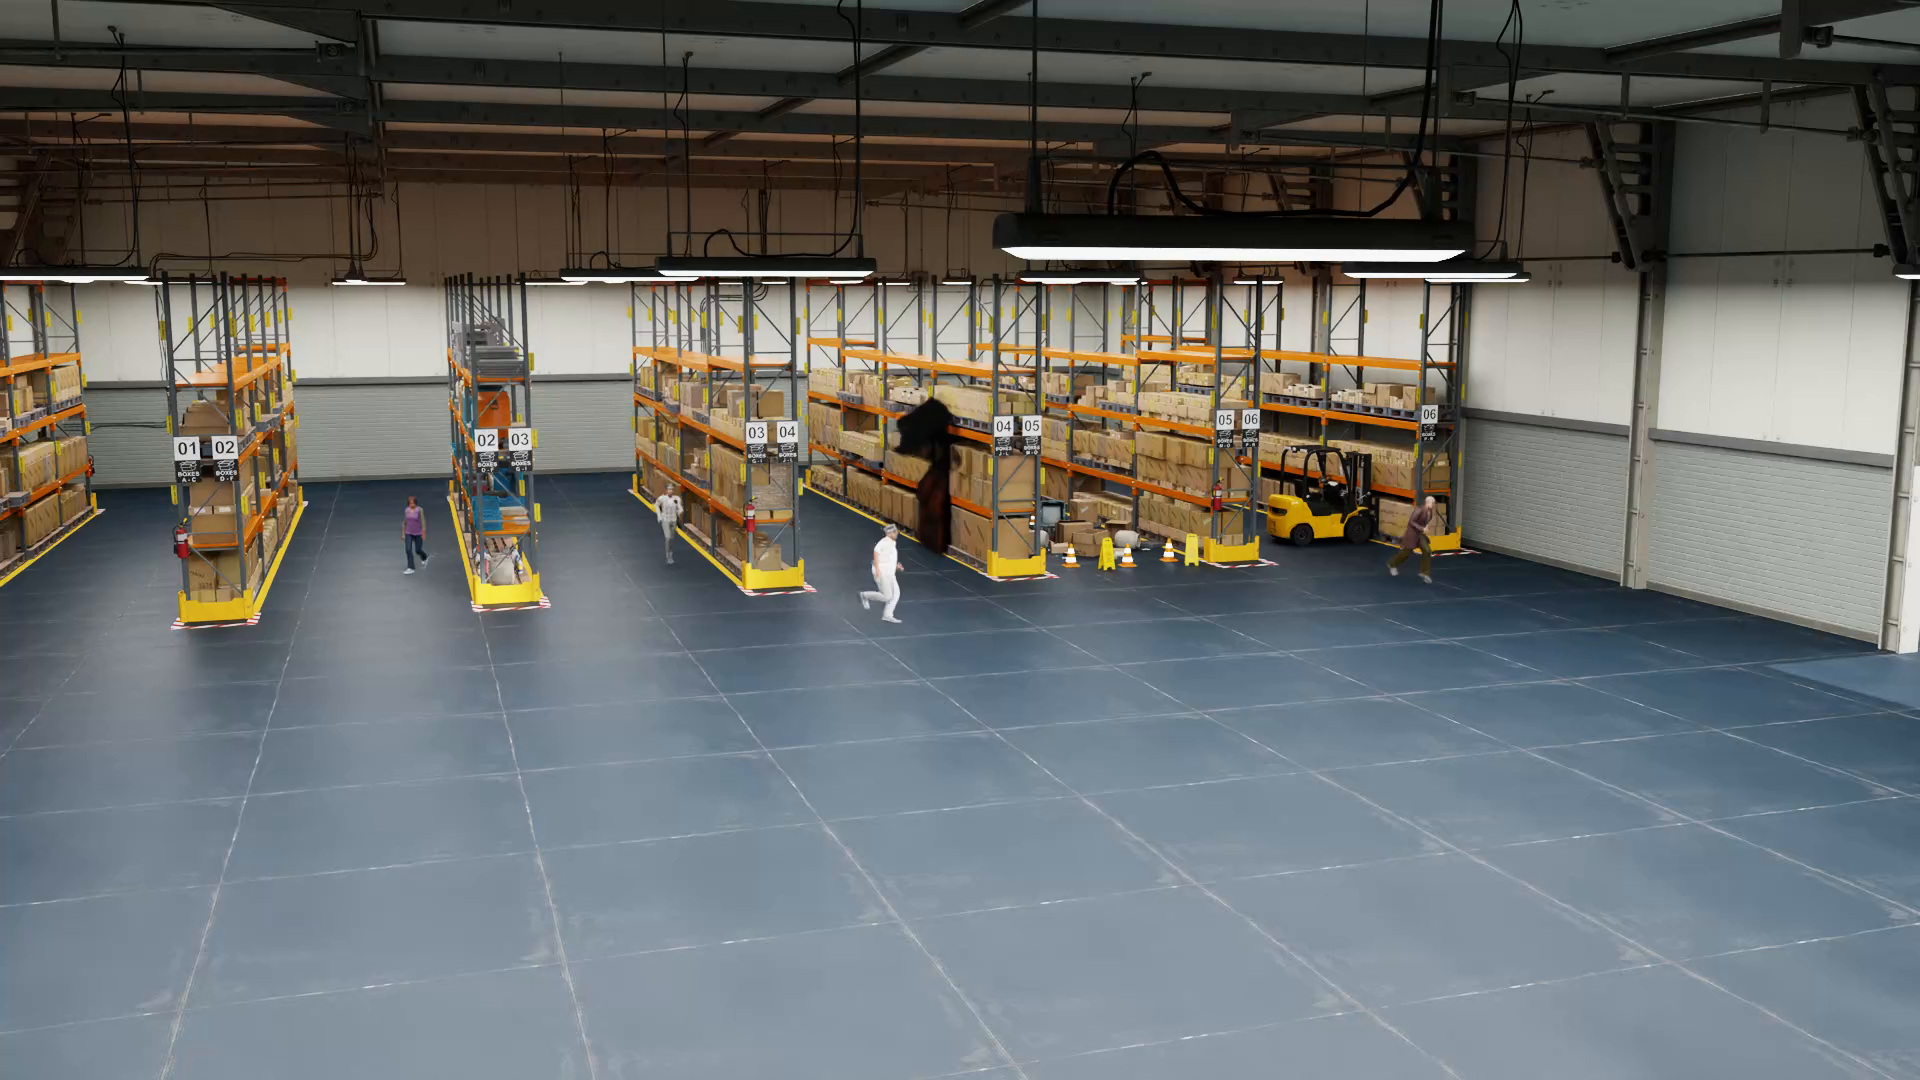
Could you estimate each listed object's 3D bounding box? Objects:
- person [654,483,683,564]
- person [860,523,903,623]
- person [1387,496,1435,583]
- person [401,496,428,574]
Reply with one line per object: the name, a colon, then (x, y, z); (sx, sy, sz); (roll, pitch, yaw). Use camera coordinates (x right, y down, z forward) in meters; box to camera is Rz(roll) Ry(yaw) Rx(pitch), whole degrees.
person: (-6.111, -0.358, 35.006); (0.542, 1.735, 0.864); (-5, 10, -28)
person: (-1.355, 0.574, 28.750); (0.723, 1.742, 0.684); (2, 9, 14)
person: (8.927, -0.035, 32.864); (0.755, 1.742, 1.072); (-8, 12, -42)
person: (-10.999, -0.126, 33.588); (0.497, 1.569, 0.590); (1, 9, 7)
